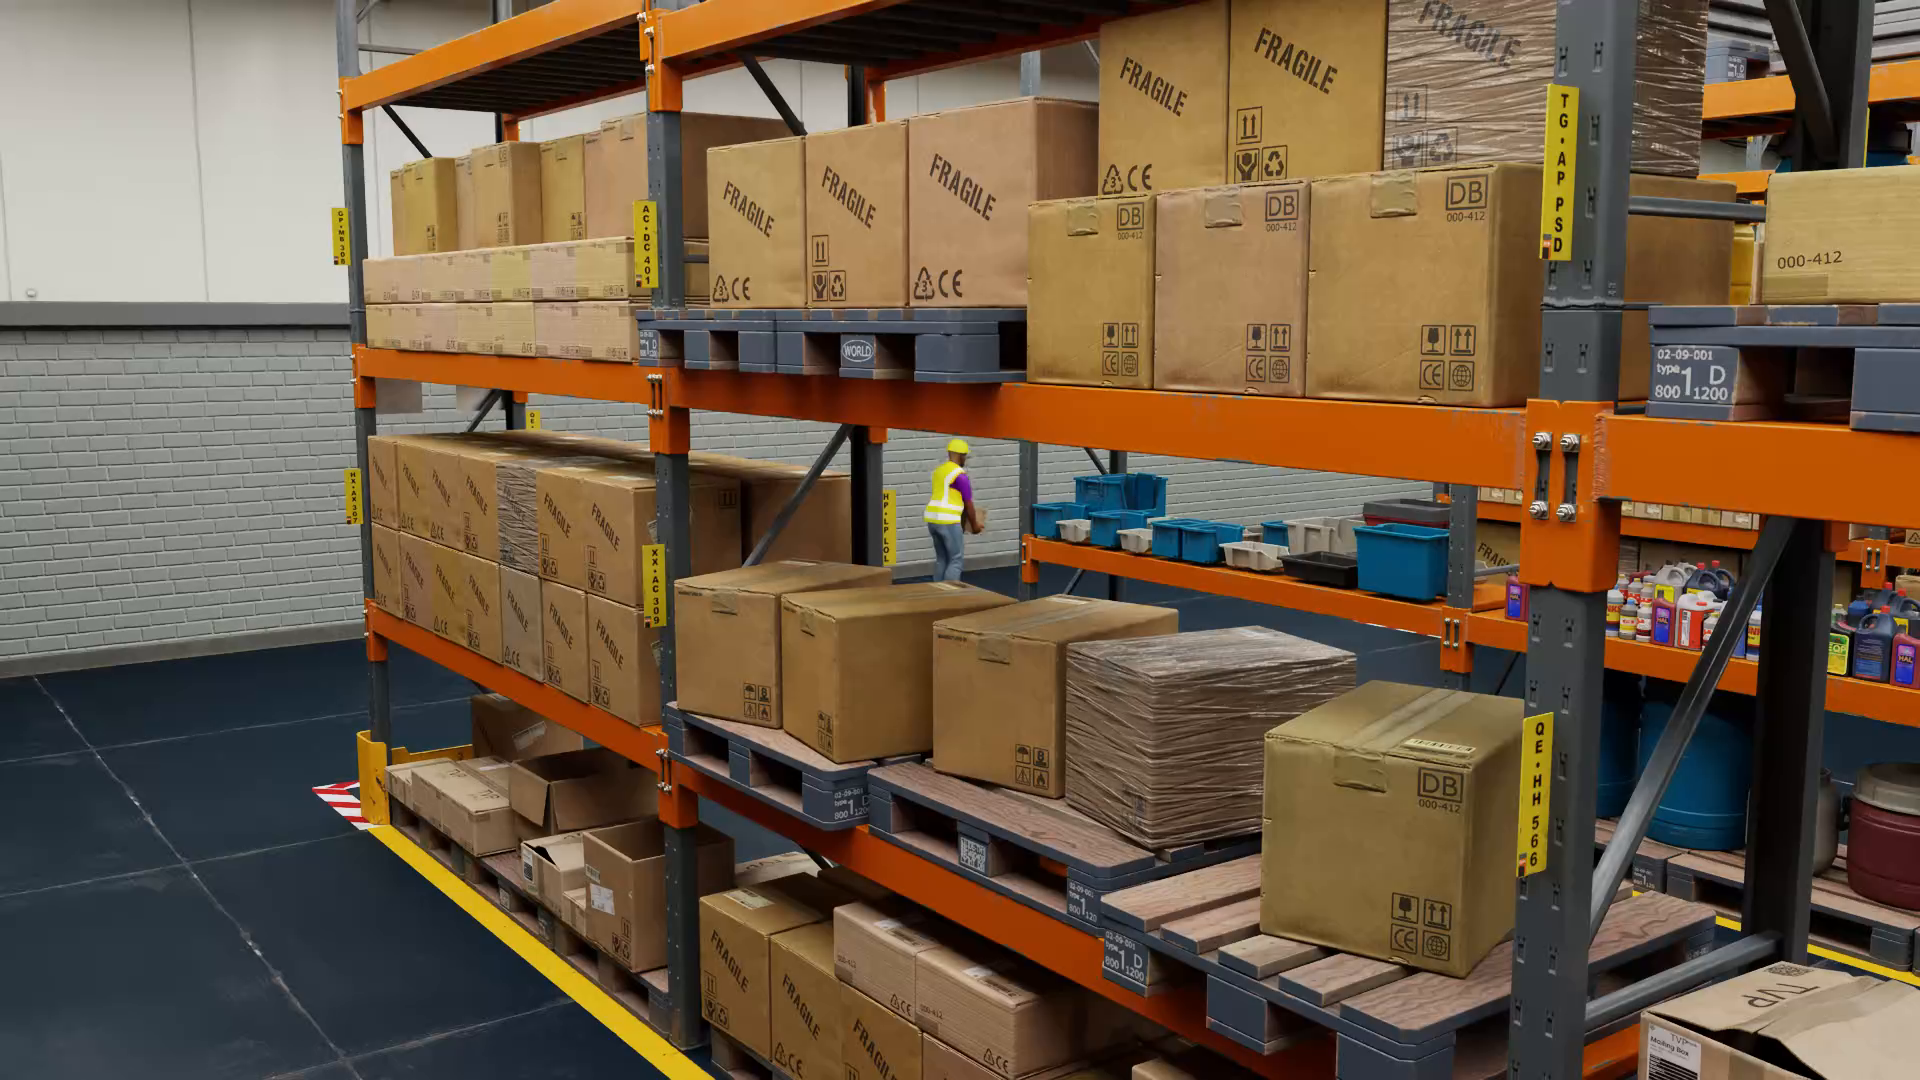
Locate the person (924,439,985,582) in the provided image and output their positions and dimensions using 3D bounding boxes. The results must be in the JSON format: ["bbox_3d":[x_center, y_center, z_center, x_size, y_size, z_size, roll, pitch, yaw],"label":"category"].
[{"bbox_3d":[-0.072,-0.171,17.079,0.600,1.736,0.497,-6,10,-37],"label":"person"}]
